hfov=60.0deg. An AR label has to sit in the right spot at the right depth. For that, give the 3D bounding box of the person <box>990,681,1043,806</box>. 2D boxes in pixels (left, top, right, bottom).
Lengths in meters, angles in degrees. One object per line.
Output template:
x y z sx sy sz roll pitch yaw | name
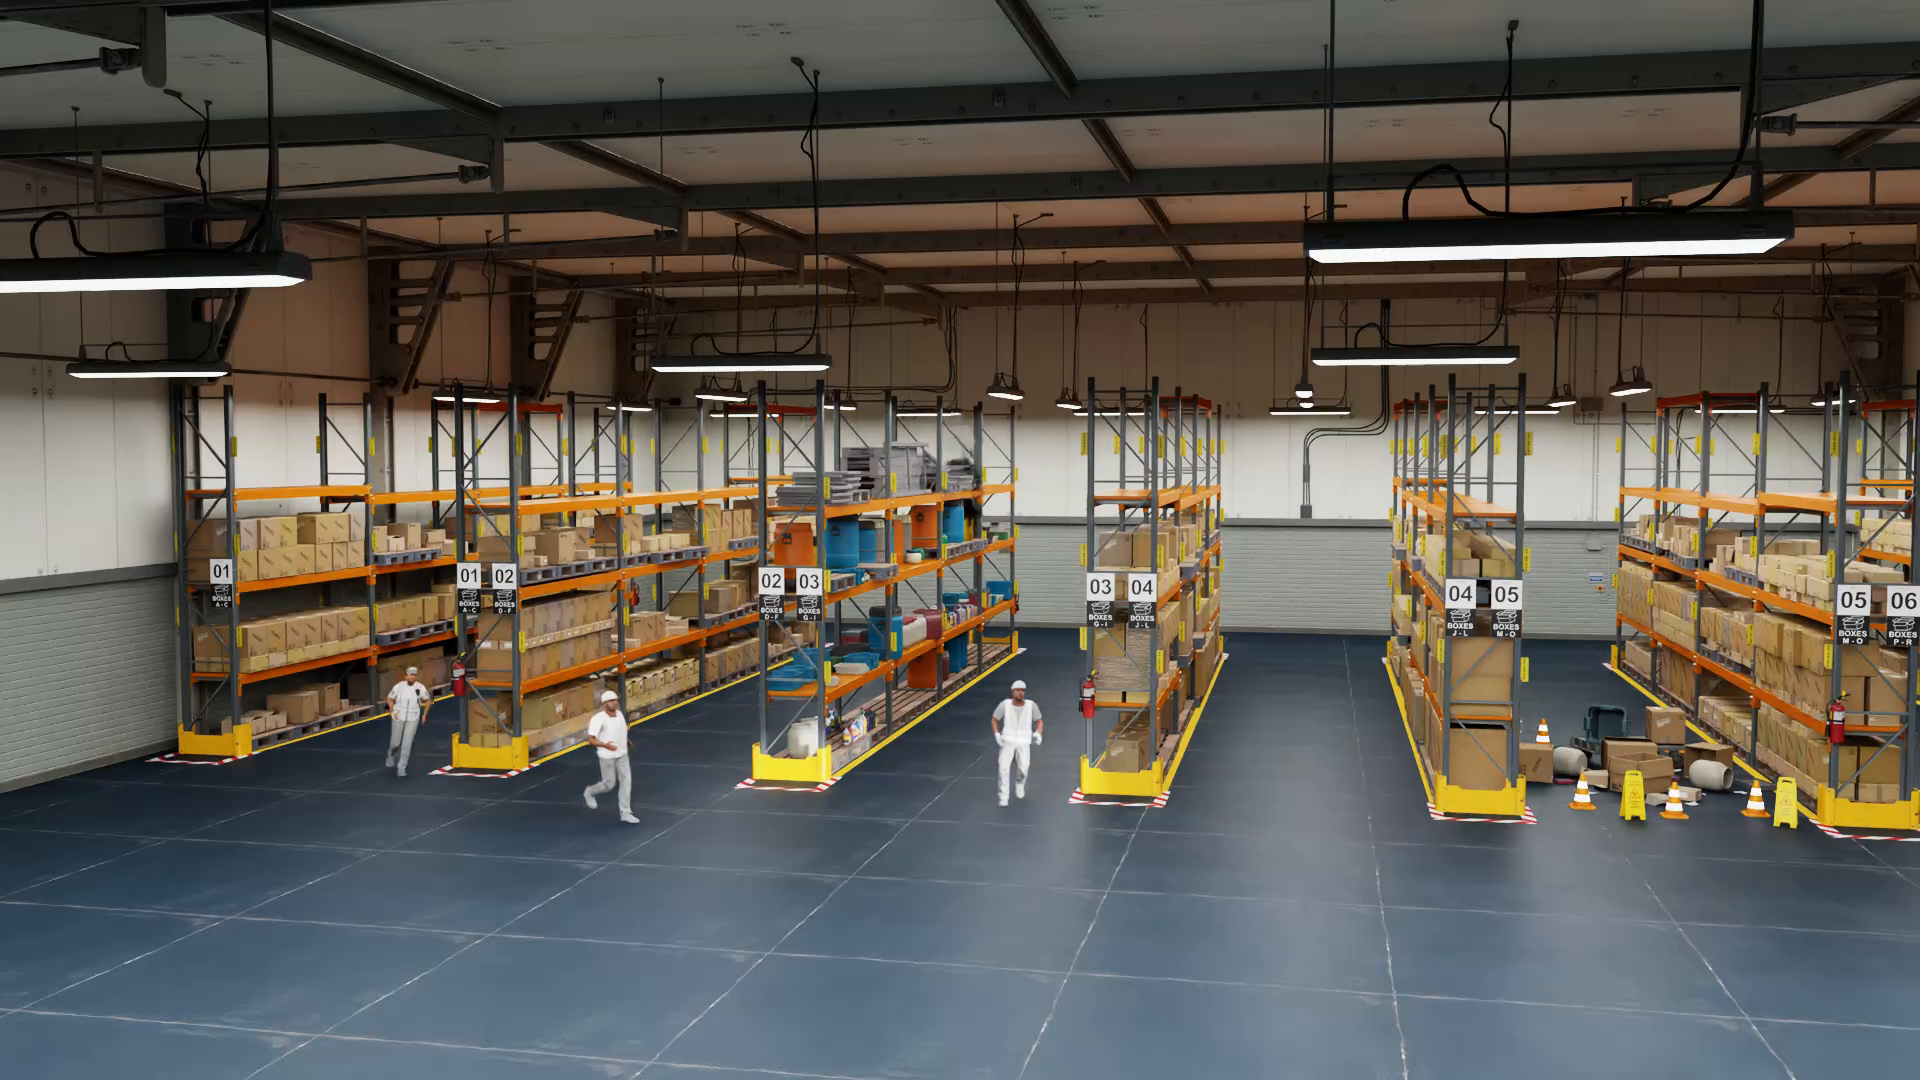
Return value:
0.791 2.836 23.343 0.734 1.728 0.567 0 3 3 | person

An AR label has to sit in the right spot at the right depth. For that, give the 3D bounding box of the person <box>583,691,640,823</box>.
-4.651 2.883 22.267 0.966 1.741 0.713 3 4 38 | person

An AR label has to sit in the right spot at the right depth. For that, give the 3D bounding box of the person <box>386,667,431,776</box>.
-8.497 2.765 25.622 0.674 1.636 0.707 -1 3 -20 | person
